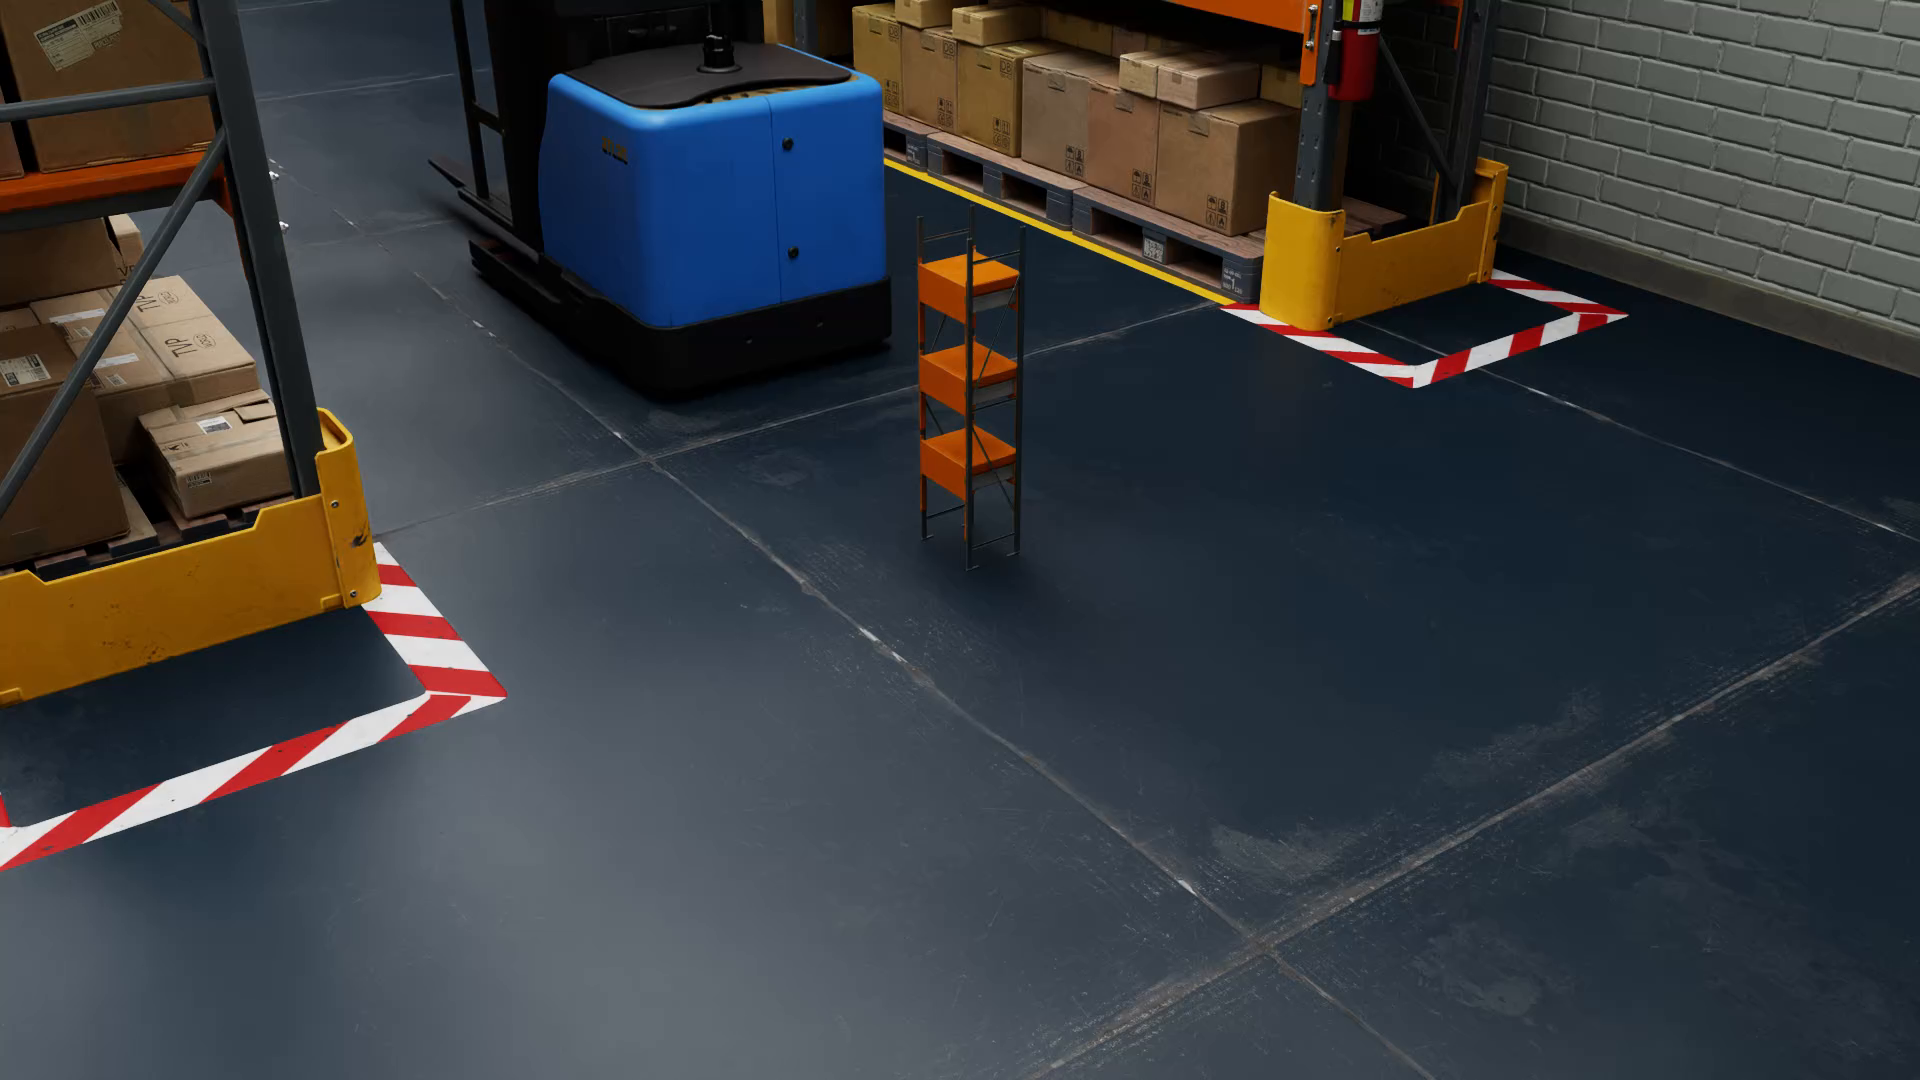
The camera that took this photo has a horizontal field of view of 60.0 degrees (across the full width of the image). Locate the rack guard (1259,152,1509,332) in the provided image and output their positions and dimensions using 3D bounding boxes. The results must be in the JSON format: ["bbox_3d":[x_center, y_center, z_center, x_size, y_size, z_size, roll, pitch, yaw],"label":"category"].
[{"bbox_3d":[1.815,-1.291,7.104,1.175,0.500,0.348,-19,34,-31],"label":"rack guard"}]

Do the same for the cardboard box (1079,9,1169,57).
[{"bbox_3d":[0.813,-2.514,8.235,0.380,0.149,0.250,-18,33,-30],"label":"cardboard box"}]

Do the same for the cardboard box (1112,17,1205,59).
[{"bbox_3d":[0.962,-2.414,8.052,0.380,0.149,0.250,-18,33,-30],"label":"cardboard box"}]

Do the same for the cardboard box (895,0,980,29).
[{"bbox_3d":[-0.118,-2.822,8.803,0.380,0.149,0.250,-18,33,-29],"label":"cardboard box"}]

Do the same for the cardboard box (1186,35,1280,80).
[{"bbox_3d":[1.255,-2.218,7.690,0.380,0.149,0.250,-19,34,-31],"label":"cardboard box"}]

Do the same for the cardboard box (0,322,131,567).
[{"bbox_3d":[-2.748,-0.264,4.752,0.500,0.500,0.500,-19,34,-31],"label":"cardboard box"}]

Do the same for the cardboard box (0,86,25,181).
[{"bbox_3d":[-2.713,-1.169,4.154,0.500,0.500,0.500,-18,33,-29],"label":"cardboard box"}]

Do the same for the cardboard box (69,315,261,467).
[{"bbox_3d":[-2.606,-0.495,5.439,0.500,0.250,0.500,-19,34,-31],"label":"cardboard box"}]

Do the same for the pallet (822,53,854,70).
[{"bbox_3d":[-1.028,-3.008,10.567,1.003,0.211,1.213,-19,34,-31],"label":"pallet"}]

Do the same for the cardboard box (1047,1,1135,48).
[{"bbox_3d":[0.666,-2.612,8.416,0.380,0.149,0.250,-19,34,-31],"label":"cardboard box"}]

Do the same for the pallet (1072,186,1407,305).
[{"bbox_3d":[1.274,-1.463,7.722,1.003,0.211,1.213,-19,34,-31],"label":"pallet"}]

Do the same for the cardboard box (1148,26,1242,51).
[{"bbox_3d":[1.110,-2.315,7.870,0.380,0.149,0.250,-18,34,-30],"label":"cardboard box"}]

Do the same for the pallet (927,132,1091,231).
[{"bbox_3d":[0.570,-1.937,8.595,1.003,0.211,1.213,-19,34,-31],"label":"pallet"}]

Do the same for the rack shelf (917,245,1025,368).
[{"bbox_3d":[0.031,-0.681,4.831,0.215,0.259,0.240,-19,34,-31],"label":"rack shelf"}]

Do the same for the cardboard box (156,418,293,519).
[{"bbox_3d":[-2.194,-0.225,5.047,0.380,0.149,0.250,-19,34,-31],"label":"cardboard box"}]

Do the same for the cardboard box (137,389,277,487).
[{"bbox_3d":[-2.339,-0.330,5.222,0.380,0.166,0.250,-19,34,-31],"label":"cardboard box"}]

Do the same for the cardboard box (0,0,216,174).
[{"bbox_3d":[-2.274,-1.316,4.425,0.500,0.500,0.500,-18,33,-30],"label":"cardboard box"}]

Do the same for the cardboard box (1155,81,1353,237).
[{"bbox_3d":[1.314,-1.729,7.471,0.700,0.500,0.500,-19,34,-31],"label":"cardboard box"}]

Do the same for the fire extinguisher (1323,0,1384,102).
[{"bbox_3d":[1.513,-2.015,6.288,0.296,0.674,0.183,-19,34,-31],"label":"fire extinguisher"}]

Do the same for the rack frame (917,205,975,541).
[{"bbox_3d":[-0.040,-0.488,5.048,0.200,1.050,0.008,-19,34,-31],"label":"rack frame"}]

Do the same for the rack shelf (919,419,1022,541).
[{"bbox_3d":[0.031,-0.187,5.099,0.215,0.259,0.240,-19,34,-31],"label":"rack shelf"}]

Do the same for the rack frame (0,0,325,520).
[{"bbox_3d":[-2.232,-1.026,3.996,1.000,3.000,0.127,-19,34,-31],"label":"rack frame"}]

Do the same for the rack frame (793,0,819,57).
[{"bbox_3d":[-0.519,-3.954,9.387,1.000,3.000,0.127,-19,34,-31],"label":"rack frame"}]

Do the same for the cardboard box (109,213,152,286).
[{"bbox_3d":[-3.555,-1.158,6.596,0.500,0.311,0.500,-19,34,-31],"label":"cardboard box"}]

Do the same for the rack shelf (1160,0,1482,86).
[{"bbox_3d":[0.641,-2.860,8.128,1.077,0.370,4.000,-19,34,-31],"label":"rack shelf"}]

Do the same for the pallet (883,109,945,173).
[{"bbox_3d":[-0.141,-2.411,9.469,1.003,0.211,1.213,-19,34,-31],"label":"pallet"}]

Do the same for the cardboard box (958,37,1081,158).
[{"bbox_3d":[0.416,-2.325,8.566,0.700,0.500,0.500,-18,33,-30],"label":"cardboard box"}]

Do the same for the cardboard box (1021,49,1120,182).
[{"bbox_3d":[0.731,-2.119,8.188,0.700,0.500,0.500,-20,34,-32],"label":"cardboard box"}]

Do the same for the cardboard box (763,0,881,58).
[{"bbox_3d":[-1.002,-3.411,10.199,0.750,0.750,0.750,-18,33,-30],"label":"cardboard box"}]

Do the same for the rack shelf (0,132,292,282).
[{"bbox_3d":[-3.392,-1.488,5.600,1.077,0.370,4.000,-19,34,-31],"label":"rack shelf"}]

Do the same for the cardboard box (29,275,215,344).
[{"bbox_3d":[-2.896,-0.690,5.797,0.500,0.250,0.500,-19,34,-31],"label":"cardboard box"}]

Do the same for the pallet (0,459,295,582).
[{"bbox_3d":[-2.739,-0.140,5.287,1.003,0.211,1.213,-19,34,-31],"label":"pallet"}]

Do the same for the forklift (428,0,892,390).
[{"bbox_3d":[-1.518,-2.494,6.770,1.130,2.935,3.031,-18,33,-30],"label":"forklift"}]

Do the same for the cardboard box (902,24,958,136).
[{"bbox_3d":[0.120,-2.525,8.935,0.700,0.500,0.500,-19,34,-31],"label":"cardboard box"}]

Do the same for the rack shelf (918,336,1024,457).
[{"bbox_3d":[0.031,-0.431,4.966,0.215,0.259,0.240,-19,34,-31],"label":"rack shelf"}]

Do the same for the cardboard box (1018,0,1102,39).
[{"bbox_3d":[0.516,-2.712,8.601,0.380,0.149,0.250,-18,33,-30],"label":"cardboard box"}]

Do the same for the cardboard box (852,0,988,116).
[{"bbox_3d":[-0.168,-2.721,9.296,0.700,0.500,0.500,-18,33,-30],"label":"cardboard box"}]

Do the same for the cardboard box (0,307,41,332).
[{"bbox_3d":[-3.274,-0.532,5.507,0.500,0.250,0.500,-19,34,-31],"label":"cardboard box"}]

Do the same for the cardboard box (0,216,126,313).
[{"bbox_3d":[-3.458,-0.949,6.008,0.797,0.503,0.637,-19,34,-31],"label":"cardboard box"}]

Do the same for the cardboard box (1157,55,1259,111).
[{"bbox_3d":[1.091,-2.014,7.315,0.380,0.149,0.250,-19,34,-31],"label":"cardboard box"}]

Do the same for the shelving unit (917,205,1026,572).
[{"bbox_3d":[0.031,-0.441,4.961,0.215,1.050,0.252,-19,34,-31],"label":"shelving unit"}]

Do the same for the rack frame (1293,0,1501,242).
[{"bbox_3d":[1.801,-2.399,6.524,1.000,3.000,0.127,-19,34,-31],"label":"rack frame"}]

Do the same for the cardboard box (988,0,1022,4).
[{"bbox_3d":[0.370,-2.811,8.782,0.380,0.149,0.250,-20,34,-32],"label":"cardboard box"}]

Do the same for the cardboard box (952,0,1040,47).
[{"bbox_3d":[0.184,-2.619,8.430,0.380,0.149,0.250,-20,34,-32],"label":"cardboard box"}]

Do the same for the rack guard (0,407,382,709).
[{"bbox_3d":[-2.276,0.043,4.647,1.175,0.500,0.348,-19,34,-31],"label":"rack guard"}]

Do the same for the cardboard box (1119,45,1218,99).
[{"bbox_3d":[0.942,-2.113,7.497,0.380,0.149,0.250,-18,33,-29],"label":"cardboard box"}]

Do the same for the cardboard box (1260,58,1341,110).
[{"bbox_3d":[1.549,-2.021,7.328,0.380,0.149,0.250,-19,34,-30],"label":"cardboard box"}]

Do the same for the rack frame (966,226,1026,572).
[{"bbox_3d":[0.102,-0.393,4.874,0.200,1.050,0.008,-19,34,-31],"label":"rack frame"}]

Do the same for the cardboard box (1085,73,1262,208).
[{"bbox_3d":[1.024,-1.924,7.829,0.700,0.500,0.500,-19,34,-31],"label":"cardboard box"}]
